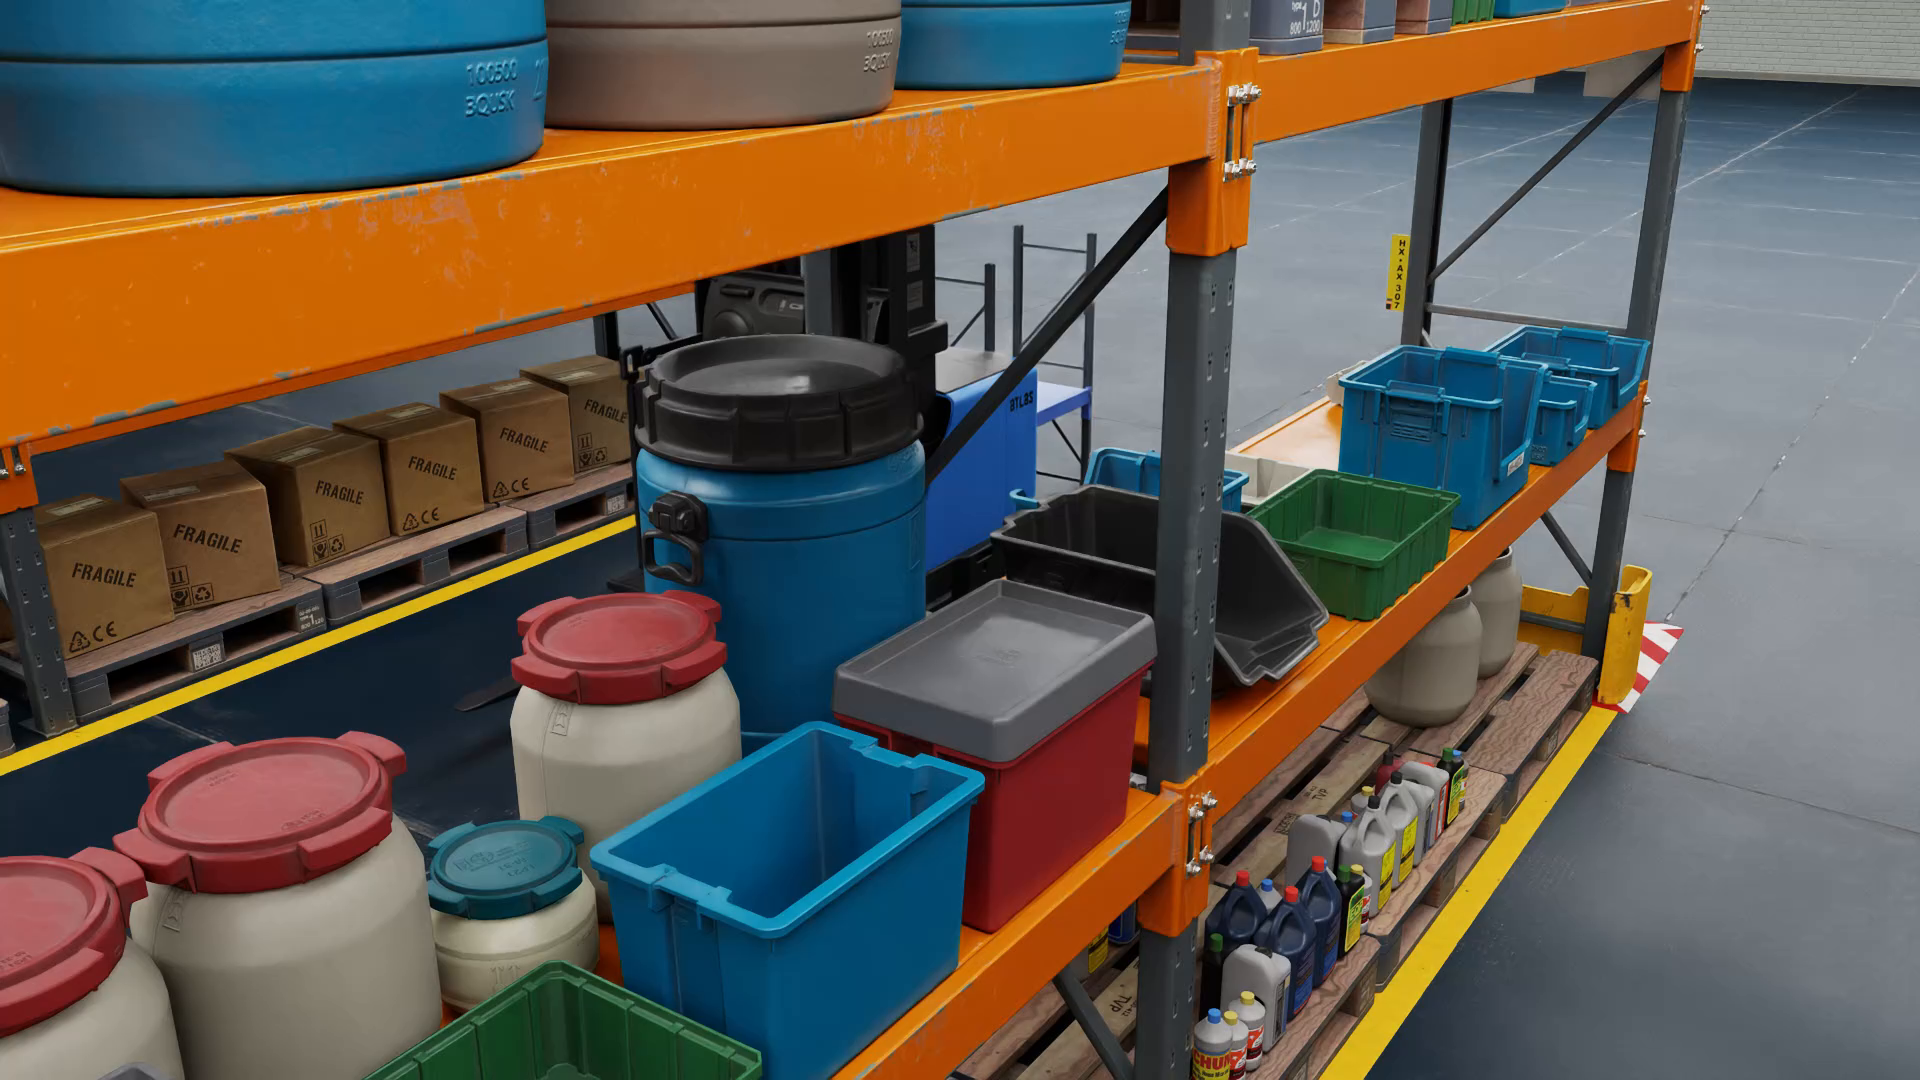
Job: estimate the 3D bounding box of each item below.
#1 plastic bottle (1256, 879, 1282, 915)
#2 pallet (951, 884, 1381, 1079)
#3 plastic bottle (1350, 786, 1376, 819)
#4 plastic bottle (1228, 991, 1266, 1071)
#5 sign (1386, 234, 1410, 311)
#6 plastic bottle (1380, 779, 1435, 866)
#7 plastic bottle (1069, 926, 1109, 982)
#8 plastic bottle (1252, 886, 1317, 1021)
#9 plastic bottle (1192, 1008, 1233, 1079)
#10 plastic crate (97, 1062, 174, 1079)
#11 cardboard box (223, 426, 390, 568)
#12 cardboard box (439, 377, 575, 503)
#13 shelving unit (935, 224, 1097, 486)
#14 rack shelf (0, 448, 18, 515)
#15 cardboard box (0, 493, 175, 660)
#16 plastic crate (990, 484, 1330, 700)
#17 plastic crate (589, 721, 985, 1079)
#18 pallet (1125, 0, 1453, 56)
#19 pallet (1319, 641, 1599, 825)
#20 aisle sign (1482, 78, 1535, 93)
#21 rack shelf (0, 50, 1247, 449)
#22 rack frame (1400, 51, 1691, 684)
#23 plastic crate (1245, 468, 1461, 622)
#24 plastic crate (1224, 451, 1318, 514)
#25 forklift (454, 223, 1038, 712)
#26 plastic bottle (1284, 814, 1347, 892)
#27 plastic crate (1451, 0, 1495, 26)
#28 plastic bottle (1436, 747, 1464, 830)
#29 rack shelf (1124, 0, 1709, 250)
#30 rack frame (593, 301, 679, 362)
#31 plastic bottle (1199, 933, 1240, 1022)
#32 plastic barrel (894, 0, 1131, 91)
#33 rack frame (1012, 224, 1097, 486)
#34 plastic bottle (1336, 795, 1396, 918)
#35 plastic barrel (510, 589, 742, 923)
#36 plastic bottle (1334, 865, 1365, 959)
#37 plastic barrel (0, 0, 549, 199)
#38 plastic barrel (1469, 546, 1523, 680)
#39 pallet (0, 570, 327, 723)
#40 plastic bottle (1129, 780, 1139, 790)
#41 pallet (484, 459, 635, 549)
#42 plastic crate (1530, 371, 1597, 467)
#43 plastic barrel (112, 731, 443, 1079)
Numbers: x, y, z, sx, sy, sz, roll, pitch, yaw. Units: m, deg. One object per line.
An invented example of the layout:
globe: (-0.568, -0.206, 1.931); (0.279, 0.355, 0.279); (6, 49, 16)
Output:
plastic bottle: (0.873, 1.098, 4.772); (0.097, 0.271, 0.097); (0, 20, 0)
pallet: (0.507, 1.364, 4.774); (1.003, 0.211, 1.213); (13, 24, 32)
plastic bottle: (1.318, 0.899, 5.410); (0.097, 0.201, 0.097); (0, 20, 0)
plastic bottle: (0.751, 1.282, 4.374); (0.097, 0.201, 0.097); (0, 20, 0)
sign: (1.891, -1.146, 7.139); (0.100, 0.325, 0.005); (13, 24, 32)
plastic bottle: (1.431, 0.883, 5.346); (0.152, 0.276, 0.135); (13, 24, 30)
plastic bottle: (0.338, 1.064, 4.750); (0.144, 0.351, 0.185); (13, 24, 32)
plastic bottle: (0.892, 1.126, 4.582); (0.144, 0.351, 0.185); (14, 25, 33)
plastic bottle: (0.636, 1.308, 4.204); (0.097, 0.271, 0.097); (0, 20, 0)
plastic crate: (-0.992, 0.954, 1.770); (0.402, 0.464, 0.583); (13, 24, 32)
cardboard box: (-3.144, -0.216, 8.024); (0.500, 0.500, 0.500); (11, 23, 27)
cardboard box: (-2.426, -0.544, 8.909); (0.500, 0.500, 0.500); (-17, 26, -38)
shelving unit: (0.233, -0.829, 8.845); (0.538, 1.500, 1.048); (13, 24, 31)
rack shelf: (-5.126, 0.186, 4.976); (1.077, 0.370, 4.000); (13, 24, 32)
cardboard box: (-3.744, 0.143, 7.053); (0.500, 0.500, 0.500); (12, 24, 30)
plastic crate: (0.494, 0.144, 4.141); (0.767, 0.338, 0.504); (13, 24, 32)
plastic crate: (-0.268, 0.625, 2.774); (0.392, 0.384, 0.575); (13, 24, 32)
pallet: (0.420, -1.304, 3.915); (1.213, 0.211, 1.003); (13, 24, 32)
pallet: (1.878, 0.664, 6.667); (1.003, 0.211, 1.213); (13, 24, 32)
aisle sign: (2.142, -2.204, 6.653); (0.394, 0.787, 0.004); (13, 24, 32)
rack shelf: (-1.029, -0.255, 1.844); (1.077, 0.370, 4.000); (13, 24, 32)
rack frame: (2.343, -0.907, 6.894); (1.000, 3.000, 0.127); (13, 24, 32)
plastic crate: (1.091, 0.005, 4.732); (0.450, 0.188, 0.662); (13, 24, 32)
plastic crate: (0.798, -0.151, 5.230); (0.530, 0.136, 0.437); (13, 24, 32)
forklift: (-0.838, -0.898, 6.967); (1.130, 2.935, 3.031); (13, 24, 31)
plastic bottle: (1.100, 0.963, 5.130); (0.152, 0.276, 0.135); (13, 24, 32)
plastic crate: (1.207, -1.467, 4.388); (0.336, 0.188, 0.450); (13, 24, 32)
plastic bottle: (1.623, 0.810, 5.533); (0.061, 0.283, 0.133); (14, 24, 33)
rack shelf: (1.219, -1.403, 4.947); (1.077, 0.370, 4.000); (13, 24, 32)
rack frame: (-1.753, -1.873, 9.505); (1.000, 3.000, 0.127); (13, 24, 32)
plastic bottle: (0.707, 1.183, 4.523); (0.061, 0.283, 0.133); (13, 24, 32)
plastic barrel: (-0.012, -1.213, 2.675); (0.600, 0.901, 0.708); (13, 24, 32)
rack frame: (0.512, -0.977, 9.244); (0.500, 1.500, 0.032); (13, 24, 31)
plastic bottle: (1.237, 0.950, 5.058); (0.144, 0.351, 0.185); (13, 24, 31)
plastic barrel: (-0.624, 0.408, 3.141); (0.433, 0.535, 0.433); (0, 20, 0)
plastic bottle: (1.125, 1.064, 4.846); (0.061, 0.283, 0.133); (15, 25, 34)
plastic barrel: (-0.747, -0.838, 1.660); (0.600, 0.901, 0.708); (13, 24, 32)
plastic barrel: (2.037, 0.266, 6.702); (0.421, 0.512, 0.421); (0, 20, 0)
pallet: (-3.653, 0.383, 7.426); (1.003, 0.211, 1.213); (13, 24, 32)
plastic bottle: (0.508, 0.888, 5.225); (0.144, 0.351, 0.185); (13, 24, 31)
pallet: (-2.282, -0.317, 9.319); (1.003, 0.211, 1.213); (13, 24, 32)
plastic crate: (1.940, -0.450, 5.873); (0.499, 0.251, 0.408); (13, 24, 32)
plastic barrel: (-1.037, 0.619, 2.572); (0.433, 0.535, 0.433); (0, 20, 0)
